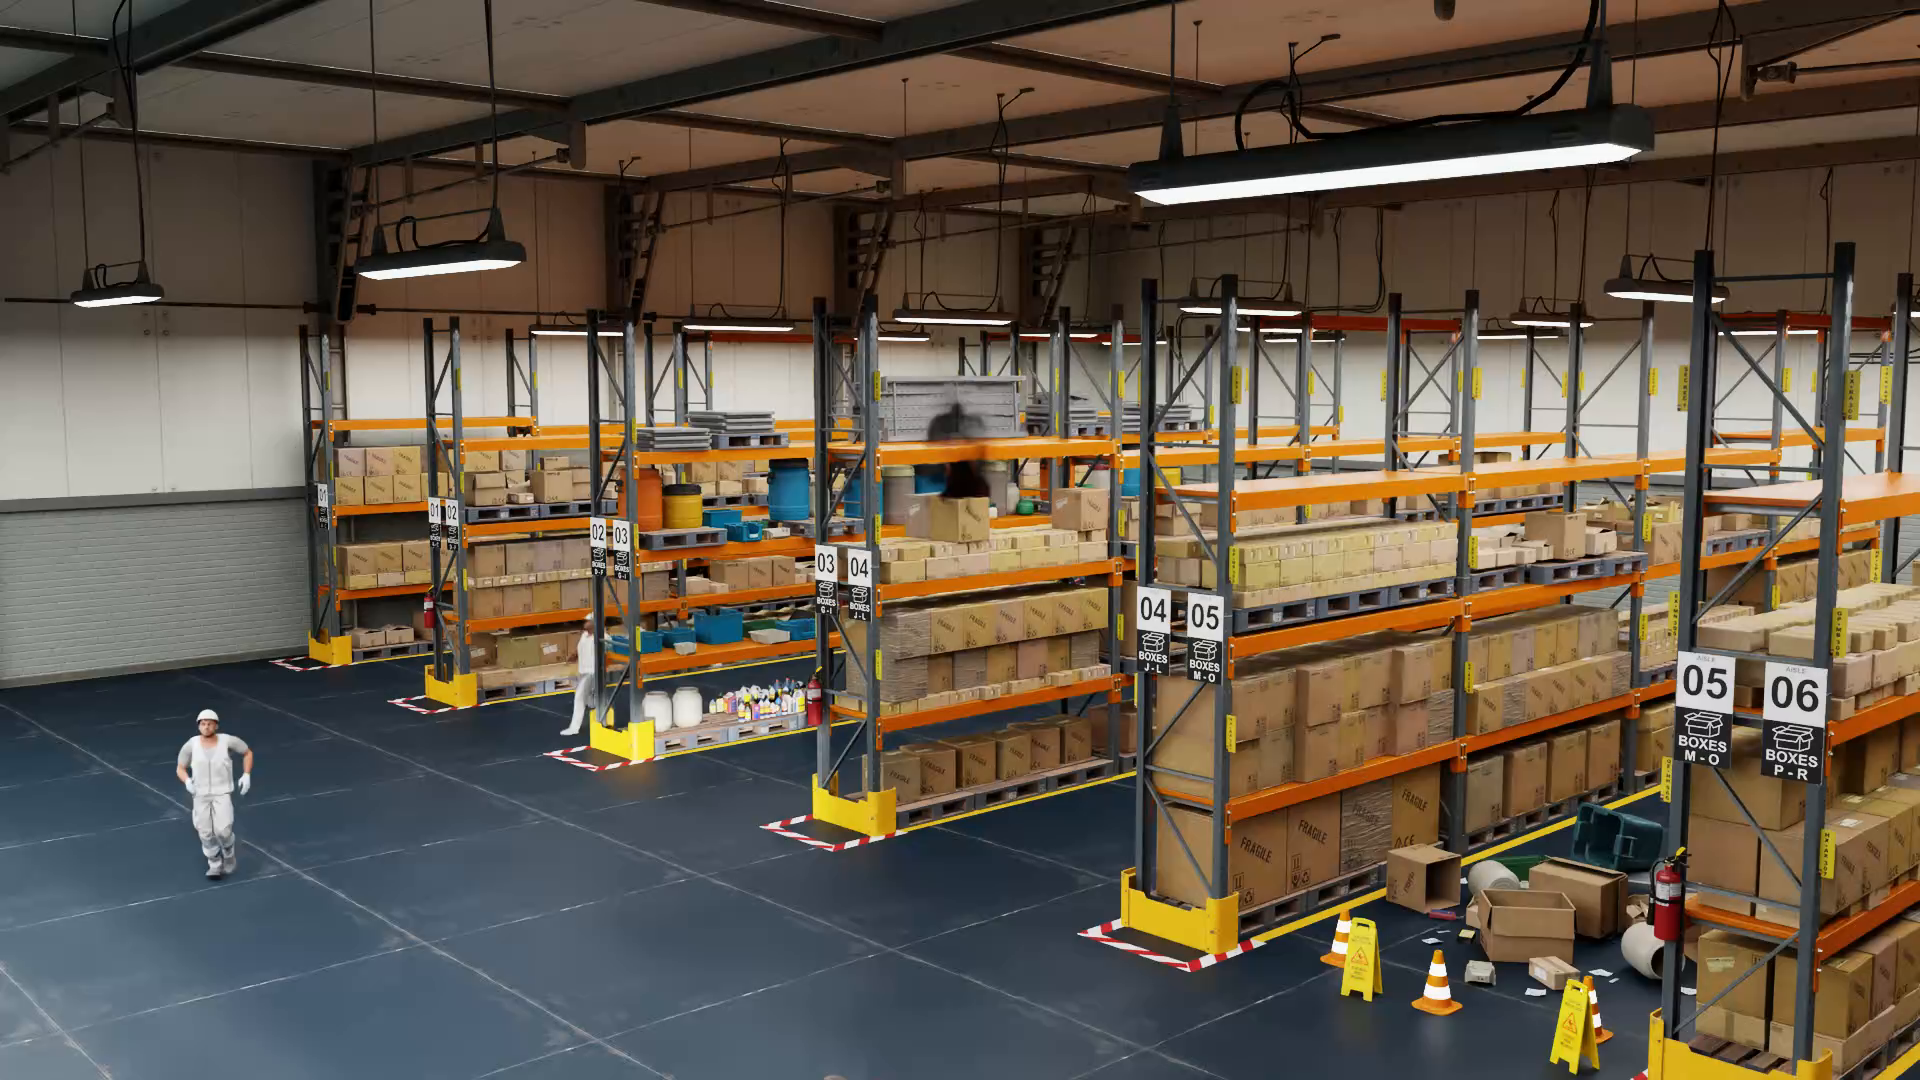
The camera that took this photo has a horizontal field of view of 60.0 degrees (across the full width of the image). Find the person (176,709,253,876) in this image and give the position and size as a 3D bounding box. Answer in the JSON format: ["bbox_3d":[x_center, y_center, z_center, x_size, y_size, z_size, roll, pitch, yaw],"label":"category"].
[{"bbox_3d":[-7.551,2.582,16.832,0.699,1.743,0.613,-2,6,-16],"label":"person"}]

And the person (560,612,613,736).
[{"bbox_3d":[-5.351,1.904,23.847,0.931,1.711,0.715,-5,8,-42],"label":"person"}]
